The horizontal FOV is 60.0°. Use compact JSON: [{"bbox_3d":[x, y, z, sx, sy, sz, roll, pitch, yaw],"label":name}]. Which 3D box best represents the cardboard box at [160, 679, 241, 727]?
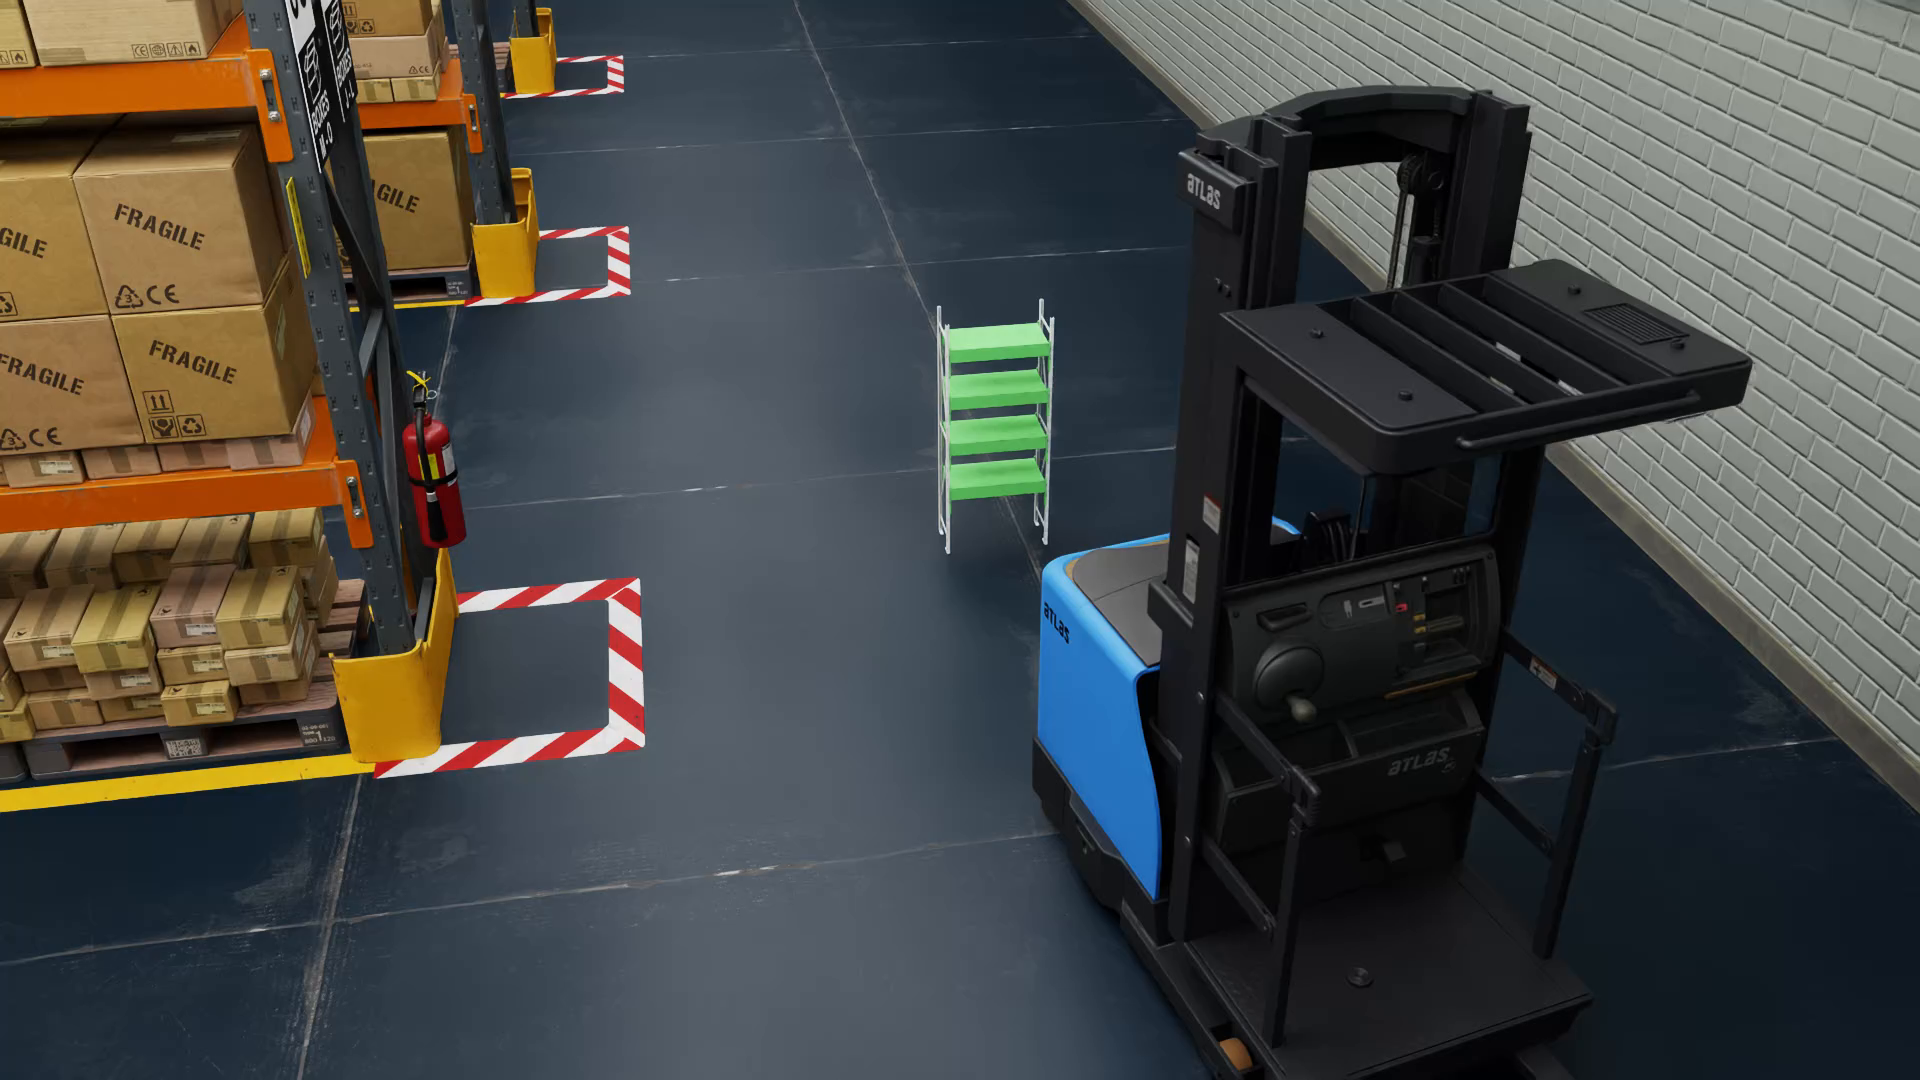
[{"bbox_3d":[-3.034,0.575,6.710,0.250,0.149,0.380,-4,31,-7],"label":"cardboard box"}]

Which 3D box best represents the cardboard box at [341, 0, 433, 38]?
[{"bbox_3d":[-3.545,-3.392,10.174,0.500,0.500,0.500,-5,31,-8],"label":"cardboard box"}]

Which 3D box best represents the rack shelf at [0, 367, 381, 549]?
[{"bbox_3d":[-4.286,-0.206,6.350,4.000,0.370,1.077,-5,31,-9],"label":"rack shelf"}]

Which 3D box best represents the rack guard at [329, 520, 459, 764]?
[{"bbox_3d":[-2.393,0.386,7.100,0.348,0.500,1.175,-5,31,-9],"label":"rack guard"}]

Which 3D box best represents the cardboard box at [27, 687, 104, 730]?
[{"bbox_3d":[-3.550,0.586,6.693,0.250,0.149,0.380,-5,31,-8],"label":"cardboard box"}]

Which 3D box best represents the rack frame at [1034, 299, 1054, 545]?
[{"bbox_3d":[0.403,-0.555,8.009,0.015,1.200,0.240,-5,31,-9],"label":"rack frame"}]

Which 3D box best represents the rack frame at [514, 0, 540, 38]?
[{"bbox_3d":[-4.005,-5.650,14.900,0.127,3.000,1.000,-5,31,-9],"label":"rack frame"}]

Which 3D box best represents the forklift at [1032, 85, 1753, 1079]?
[{"bbox_3d":[1.294,0.333,4.792,1.130,2.935,3.031,-11,32,-19],"label":"forklift"}]

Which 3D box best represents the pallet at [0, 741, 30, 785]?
[{"bbox_3d":[-4.396,0.677,6.891,1.213,0.211,1.003,-5,31,-9],"label":"pallet"}]

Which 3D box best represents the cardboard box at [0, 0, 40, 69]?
[{"bbox_3d":[-3.219,-1.703,5.376,0.500,0.250,0.500,-5,31,-9],"label":"cardboard box"}]

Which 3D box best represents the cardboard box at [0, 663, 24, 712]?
[{"bbox_3d":[-3.804,0.514,6.522,0.250,0.149,0.380,-5,31,-8],"label":"cardboard box"}]

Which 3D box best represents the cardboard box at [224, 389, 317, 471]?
[{"bbox_3d":[-2.588,-0.420,6.252,0.250,0.149,0.380,-5,31,-9],"label":"cardboard box"}]

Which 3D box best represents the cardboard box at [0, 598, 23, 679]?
[{"bbox_3d":[-3.803,0.393,6.433,0.250,0.149,0.380,-4,31,-7],"label":"cardboard box"}]

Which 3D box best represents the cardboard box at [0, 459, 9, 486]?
[{"bbox_3d":[-3.595,-0.341,6.118,0.250,0.149,0.380,-7,31,-11],"label":"cardboard box"}]

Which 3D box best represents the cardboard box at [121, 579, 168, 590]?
[{"bbox_3d":[-3.385,0.204,7.048,0.250,0.149,0.380,-5,31,-8],"label":"cardboard box"}]

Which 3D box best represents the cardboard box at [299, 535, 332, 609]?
[{"bbox_3d":[-2.880,0.141,7.156,0.250,0.149,0.380,-4,31,-7],"label":"cardboard box"}]

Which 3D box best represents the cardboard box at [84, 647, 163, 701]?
[{"bbox_3d":[-3.297,0.460,6.613,0.250,0.149,0.380,-7,31,-11],"label":"cardboard box"}]

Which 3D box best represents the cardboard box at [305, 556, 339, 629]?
[{"bbox_3d":[-2.892,0.238,7.285,0.250,0.149,0.380,-5,31,-8],"label":"cardboard box"}]

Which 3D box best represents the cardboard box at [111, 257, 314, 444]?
[{"bbox_3d":[-2.714,-0.700,6.090,0.500,0.500,0.500,-5,31,-8],"label":"cardboard box"}]

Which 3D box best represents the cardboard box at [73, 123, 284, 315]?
[{"bbox_3d":[-2.724,-1.135,5.842,0.500,0.500,0.500,-6,31,-10],"label":"cardboard box"}]

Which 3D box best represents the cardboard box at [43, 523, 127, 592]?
[{"bbox_3d":[-3.645,0.080,6.967,0.250,0.149,0.380,-7,31,-11],"label":"cardboard box"}]

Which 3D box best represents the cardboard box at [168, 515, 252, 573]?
[{"bbox_3d":[-3.145,0.057,7.006,0.250,0.149,0.380,-5,31,-8],"label":"cardboard box"}]

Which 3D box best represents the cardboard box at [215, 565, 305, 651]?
[{"bbox_3d":[-2.794,0.268,6.647,0.250,0.149,0.380,-5,31,-8],"label":"cardboard box"}]

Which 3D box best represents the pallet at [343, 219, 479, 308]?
[{"bbox_3d":[-3.885,-1.867,11.216,1.213,0.211,1.003,-5,31,-9],"label":"pallet"}]

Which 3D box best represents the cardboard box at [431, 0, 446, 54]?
[{"bbox_3d":[-3.633,-3.335,10.817,0.500,0.250,0.500,-6,31,-10],"label":"cardboard box"}]

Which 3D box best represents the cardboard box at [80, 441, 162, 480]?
[{"bbox_3d":[-3.084,-0.385,6.193,0.250,0.149,0.380,-6,31,-9],"label":"cardboard box"}]

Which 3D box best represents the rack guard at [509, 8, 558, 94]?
[{"bbox_3d":[-3.983,-4.581,15.548,0.348,0.500,1.175,-5,31,-9],"label":"rack guard"}]

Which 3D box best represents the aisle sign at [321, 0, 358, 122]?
[{"bbox_3d":[-2.301,-1.975,6.085,0.004,0.787,0.394,-5,31,-9],"label":"aisle sign"}]

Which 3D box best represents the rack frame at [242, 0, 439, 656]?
[{"bbox_3d":[-2.319,-0.699,6.479,0.127,3.000,1.000,-5,31,-9],"label":"rack frame"}]

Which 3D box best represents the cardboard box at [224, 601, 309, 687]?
[{"bbox_3d":[-2.786,0.412,6.695,0.250,0.149,0.380,-6,31,-10],"label":"cardboard box"}]

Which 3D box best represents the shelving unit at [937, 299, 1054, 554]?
[{"bbox_3d":[0.163,-0.532,7.972,0.503,1.200,0.258,-5,31,-9],"label":"shelving unit"}]

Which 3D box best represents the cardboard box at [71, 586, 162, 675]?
[{"bbox_3d":[-3.283,0.349,6.509,0.250,0.149,0.380,-6,31,-10],"label":"cardboard box"}]

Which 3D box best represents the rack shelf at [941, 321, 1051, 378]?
[{"bbox_3d":[0.163,-0.891,7.761,0.480,0.148,0.258,-5,31,-9],"label":"rack shelf"}]

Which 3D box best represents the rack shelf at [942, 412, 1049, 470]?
[{"bbox_3d":[0.163,-0.477,8.004,0.480,0.148,0.258,-5,31,-9],"label":"rack shelf"}]

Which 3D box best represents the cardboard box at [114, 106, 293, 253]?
[{"bbox_3d":[-2.808,-1.392,6.280,0.500,0.500,0.500,-5,31,-9],"label":"cardboard box"}]

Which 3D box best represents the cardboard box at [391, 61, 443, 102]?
[{"bbox_3d":[-3.404,-2.876,10.429,0.250,0.149,0.380,-5,31,-8],"label":"cardboard box"}]

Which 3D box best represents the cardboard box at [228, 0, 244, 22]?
[{"bbox_3d":[-2.806,-2.013,5.903,0.500,0.250,0.500,-4,31,-7],"label":"cardboard box"}]
